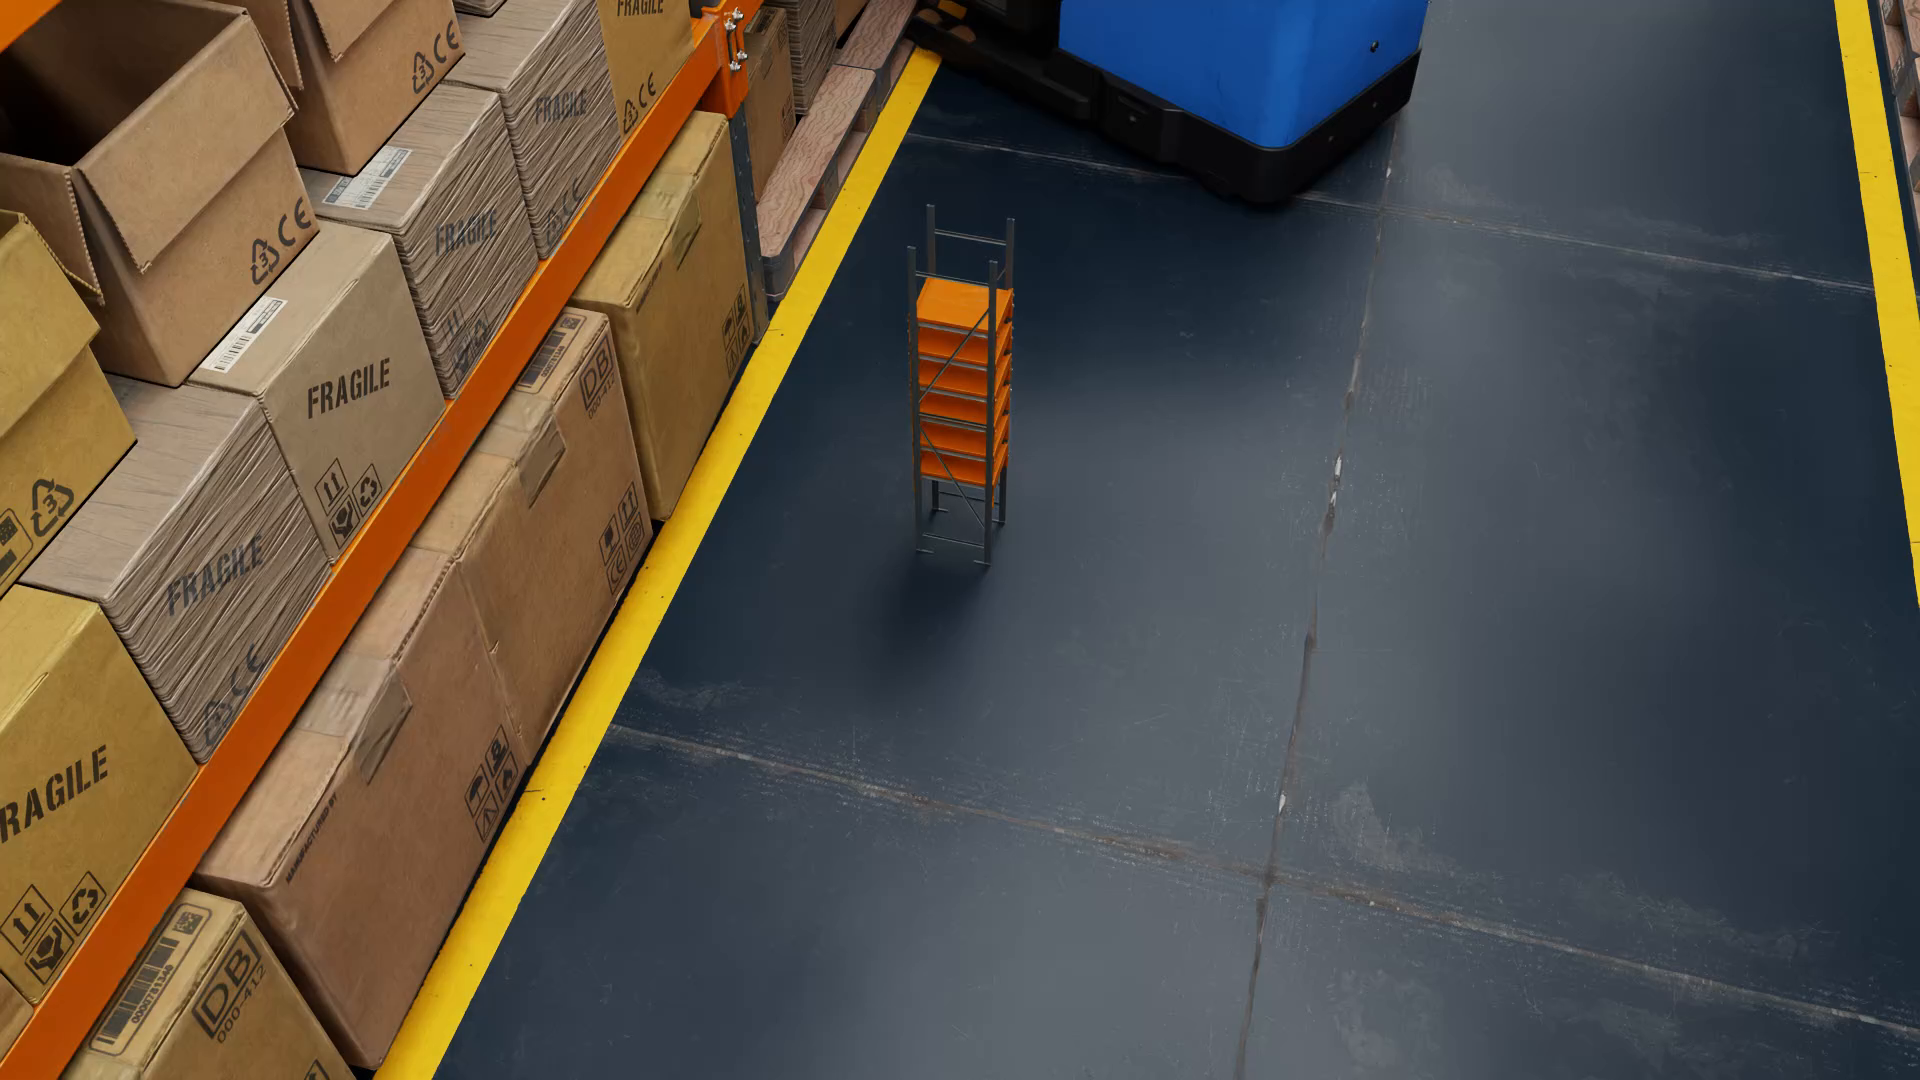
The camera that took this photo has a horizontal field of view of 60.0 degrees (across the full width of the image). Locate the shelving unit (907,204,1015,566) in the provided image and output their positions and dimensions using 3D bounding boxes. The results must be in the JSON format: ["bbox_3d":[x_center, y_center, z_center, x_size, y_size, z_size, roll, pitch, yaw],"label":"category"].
[{"bbox_3d":[0.004,-0.407,4.809,0.258,1.200,0.189,12,50,10],"label":"shelving unit"}]

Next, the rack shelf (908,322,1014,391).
[{"bbox_3d":[0.004,-0.537,4.663,0.258,0.103,0.180,12,50,10],"label":"rack shelf"}]

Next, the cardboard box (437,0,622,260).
[{"bbox_3d":[-1.204,-1.083,4.138,0.500,0.500,0.500,11,50,10],"label":"cardboard box"}]

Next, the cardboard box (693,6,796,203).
[{"bbox_3d":[-1.019,-1.622,6.055,0.700,0.500,0.500,9,49,8],"label":"cardboard box"}]

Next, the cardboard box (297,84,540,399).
[{"bbox_3d":[-1.337,-0.706,3.806,0.500,0.500,0.500,10,49,9],"label":"cardboard box"}]

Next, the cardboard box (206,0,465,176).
[{"bbox_3d":[-1.558,-1.183,3.558,0.797,0.503,0.637,13,50,11],"label":"cardboard box"}]

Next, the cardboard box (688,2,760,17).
[{"bbox_3d":[-1.029,-1.872,5.775,0.500,0.250,0.500,13,50,12],"label":"cardboard box"}]

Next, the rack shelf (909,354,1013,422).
[{"bbox_3d":[0.004,-0.458,4.753,0.258,0.103,0.180,12,50,10],"label":"rack shelf"}]

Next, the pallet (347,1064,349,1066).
[{"bbox_3d":[-2.098,1.428,3.849,1.003,0.211,1.213,12,50,10],"label":"pallet"}]

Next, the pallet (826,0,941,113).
[{"bbox_3d":[-0.646,-2.337,7.172,1.003,0.211,1.213,12,50,10],"label":"pallet"}]

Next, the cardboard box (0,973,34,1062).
[{"bbox_3d":[-1.867,0.762,2.510,0.500,0.500,0.500,12,50,10],"label":"cardboard box"}]

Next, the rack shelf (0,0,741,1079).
[{"bbox_3d":[-1.702,-0.130,3.844,1.077,0.370,4.000,12,50,10],"label":"rack shelf"}]

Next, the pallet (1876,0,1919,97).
[{"bbox_3d":[4.486,-2.232,7.079,1.003,0.211,1.213,12,50,10],"label":"pallet"}]

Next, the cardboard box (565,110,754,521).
[{"bbox_3d":[-1.378,-0.756,5.053,1.225,0.875,0.875,9,49,8],"label":"cardboard box"}]

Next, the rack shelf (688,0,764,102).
[{"bbox_3d":[-0.650,-3.023,6.398,1.077,0.370,4.000,12,50,10],"label":"rack shelf"}]

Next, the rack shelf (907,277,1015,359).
[{"bbox_3d":[0.004,-0.616,4.573,0.258,0.103,0.180,12,50,10],"label":"rack shelf"}]

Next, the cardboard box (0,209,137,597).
[{"bbox_3d":[-1.877,-0.244,2.729,0.797,0.503,0.637,12,50,10],"label":"cardboard box"}]

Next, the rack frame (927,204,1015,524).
[{"bbox_3d":[0.028,-0.474,4.868,0.240,1.200,0.006,12,50,10],"label":"rack frame"}]

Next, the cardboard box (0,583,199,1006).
[{"bbox_3d":[-1.735,0.398,2.831,0.500,0.500,0.500,12,50,10],"label":"cardboard box"}]

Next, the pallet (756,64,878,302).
[{"bbox_3d":[-0.969,-1.457,6.395,1.003,0.211,1.213,12,50,10],"label":"pallet"}]

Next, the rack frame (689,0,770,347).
[{"bbox_3d":[-1.176,-1.815,4.851,1.000,3.000,0.127,12,50,10],"label":"rack frame"}]

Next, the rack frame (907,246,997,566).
[{"bbox_3d":[-0.020,-0.341,4.751,0.240,1.200,0.006,12,50,10],"label":"rack frame"}]

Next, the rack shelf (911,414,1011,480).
[{"bbox_3d":[0.004,-0.299,4.933,0.258,0.103,0.180,12,50,10],"label":"rack shelf"}]

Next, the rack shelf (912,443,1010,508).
[{"bbox_3d":[0.004,-0.219,5.023,0.258,0.103,0.180,12,50,10],"label":"rack shelf"}]

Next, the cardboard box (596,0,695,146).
[{"bbox_3d":[-1.067,-1.442,4.455,0.500,0.500,0.500,13,50,11],"label":"cardboard box"}]

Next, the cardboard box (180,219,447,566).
[{"bbox_3d":[-1.472,-0.339,3.481,0.500,0.500,0.500,12,50,11],"label":"cardboard box"}]

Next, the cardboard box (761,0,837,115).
[{"bbox_3d":[-0.885,-2.026,6.411,0.700,0.500,0.500,8,49,7],"label":"cardboard box"}]

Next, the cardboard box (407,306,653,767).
[{"bbox_3d":[-1.620,-0.112,4.486,1.225,0.875,0.875,12,50,10],"label":"cardboard box"}]

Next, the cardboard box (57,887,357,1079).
[{"bbox_3d":[-2.080,1.176,3.349,1.225,0.875,0.875,12,50,10],"label":"cardboard box"}]

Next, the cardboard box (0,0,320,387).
[{"bbox_3d":[-1.728,-0.697,3.129,0.797,0.503,0.637,13,50,11],"label":"cardboard box"}]

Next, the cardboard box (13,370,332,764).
[{"bbox_3d":[-1.603,0.036,3.151,0.500,0.500,0.500,11,49,9],"label":"cardboard box"}]

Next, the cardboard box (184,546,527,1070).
[{"bbox_3d":[-1.845,0.529,3.919,1.225,0.875,0.875,10,49,9],"label":"cardboard box"}]

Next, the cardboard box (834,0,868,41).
[{"bbox_3d":[-0.743,-2.437,6.774,0.700,0.500,0.500,15,50,13],"label":"cardboard box"}]

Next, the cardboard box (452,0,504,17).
[{"bbox_3d":[-1.384,-1.654,3.974,0.797,0.503,0.637,13,50,11],"label":"cardboard box"}]

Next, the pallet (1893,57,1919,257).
[{"bbox_3d":[4.167,-1.347,6.298,1.003,0.211,1.213,12,50,10],"label":"pallet"}]

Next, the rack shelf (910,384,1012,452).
[{"bbox_3d":[0.004,-0.378,4.843,0.258,0.103,0.180,12,50,10],"label":"rack shelf"}]

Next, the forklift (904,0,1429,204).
[{"bbox_3d":[0.401,-3.216,6.134,3.031,2.935,1.130,35,57,27],"label":"forklift"}]
